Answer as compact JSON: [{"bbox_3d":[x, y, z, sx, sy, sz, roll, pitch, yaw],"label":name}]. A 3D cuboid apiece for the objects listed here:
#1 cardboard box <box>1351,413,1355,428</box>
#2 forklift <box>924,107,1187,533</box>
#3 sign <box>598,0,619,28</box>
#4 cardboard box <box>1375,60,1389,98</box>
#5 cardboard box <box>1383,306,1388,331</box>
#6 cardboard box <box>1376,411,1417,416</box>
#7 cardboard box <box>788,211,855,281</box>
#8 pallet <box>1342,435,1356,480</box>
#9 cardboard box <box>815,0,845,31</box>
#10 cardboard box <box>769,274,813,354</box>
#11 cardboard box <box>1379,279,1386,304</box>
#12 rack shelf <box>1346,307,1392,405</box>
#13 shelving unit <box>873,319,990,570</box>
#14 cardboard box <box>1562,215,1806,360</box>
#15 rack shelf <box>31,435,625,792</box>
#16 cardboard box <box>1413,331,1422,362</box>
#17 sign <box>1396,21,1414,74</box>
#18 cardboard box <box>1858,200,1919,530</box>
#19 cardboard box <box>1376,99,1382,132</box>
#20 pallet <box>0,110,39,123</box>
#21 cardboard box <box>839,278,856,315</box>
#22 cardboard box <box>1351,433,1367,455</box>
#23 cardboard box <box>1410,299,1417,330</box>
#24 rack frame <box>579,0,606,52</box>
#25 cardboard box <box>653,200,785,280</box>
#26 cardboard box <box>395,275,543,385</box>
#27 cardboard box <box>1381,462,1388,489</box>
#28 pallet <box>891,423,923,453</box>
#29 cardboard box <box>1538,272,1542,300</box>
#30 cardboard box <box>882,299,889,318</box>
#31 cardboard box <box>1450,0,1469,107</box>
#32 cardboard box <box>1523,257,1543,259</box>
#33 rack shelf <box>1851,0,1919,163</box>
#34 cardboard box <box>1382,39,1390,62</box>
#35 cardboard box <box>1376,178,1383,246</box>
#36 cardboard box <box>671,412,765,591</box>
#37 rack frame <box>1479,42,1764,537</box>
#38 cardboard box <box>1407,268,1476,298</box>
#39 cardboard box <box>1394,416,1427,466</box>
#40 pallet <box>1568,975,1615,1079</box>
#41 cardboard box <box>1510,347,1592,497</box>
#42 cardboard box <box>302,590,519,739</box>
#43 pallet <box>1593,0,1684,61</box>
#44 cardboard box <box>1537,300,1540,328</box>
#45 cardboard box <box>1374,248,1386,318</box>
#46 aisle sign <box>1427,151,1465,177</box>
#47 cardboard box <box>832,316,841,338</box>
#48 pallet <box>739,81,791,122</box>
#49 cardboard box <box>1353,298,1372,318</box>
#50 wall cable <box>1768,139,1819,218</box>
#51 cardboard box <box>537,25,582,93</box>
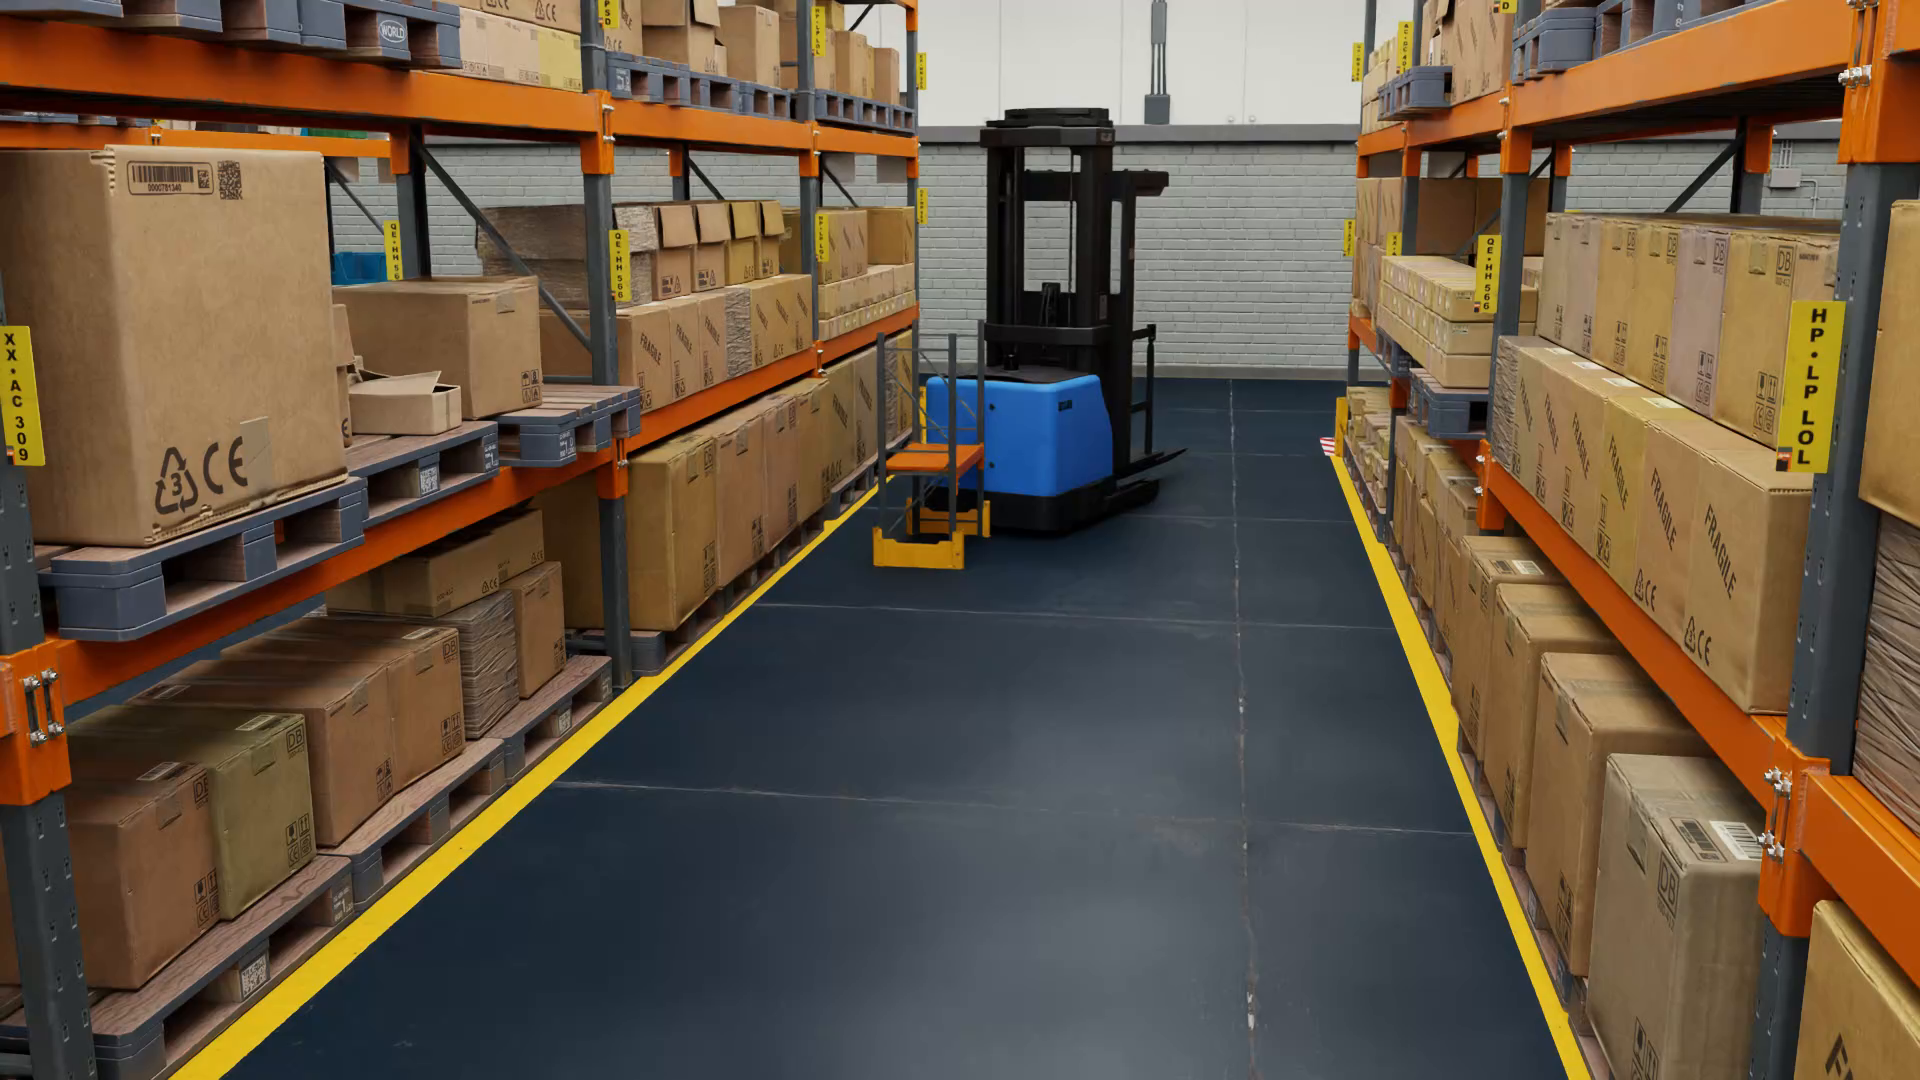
[{"bbox_3d":[3.566,-1.045,14.287,0.380,0.149,0.250,2,12,8],"label":"cardboard box"},{"bbox_3d":[0.898,-1.749,12.650,1.130,2.935,3.031,7,14,28],"label":"forklift"},{"bbox_3d":[-1.582,-2.461,7.447,0.100,0.325,0.005,2,12,9],"label":"sign"},{"bbox_3d":[3.429,-3.479,12.568,0.500,0.250,0.500,1,12,7],"label":"cardboard box"},{"bbox_3d":[2.831,-1.369,10.324,0.380,0.149,0.250,2,12,10],"label":"cardboard box"},{"bbox_3d":[3.455,-0.918,12.992,0.380,0.149,0.250,2,12,9],"label":"cardboard box"},{"bbox_3d":[-1.093,-2.225,12.569,0.500,0.500,0.500,2,12,9],"label":"cardboard box"},{"bbox_3d":[3.827,-0.697,14.226,1.003,0.211,1.213,2,12,9],"label":"pallet"},{"bbox_3d":[-1.208,-4.141,13.219,0.500,0.250,0.500,1,12,7],"label":"cardboard box"},{"bbox_3d":[-1.304,-1.536,11.262,0.500,0.500,0.500,2,12,9],"label":"cardboard box"},{"bbox_3d":[2.868,-1.572,10.561,0.380,0.149,0.250,2,12,10],"label":"cardboard box"},{"bbox_3d":[3.691,-1.476,12.929,1.077,0.370,4.000,2,12,9],"label":"rack shelf"},{"bbox_3d":[-0.174,-0.664,11.013,0.587,1.500,1.083,2,12,10],"label":"shelving unit"},{"bbox_3d":[2.613,-0.918,6.021,0.700,0.500,0.500,2,12,8],"label":"cardboard box"},{"bbox_3d":[-2.425,0.008,6.045,1.077,0.370,4.000,2,12,9],"label":"rack shelf"},{"bbox_3d":[2.551,-0.992,8.574,0.380,0.149,0.250,1,12,6],"label":"cardboard box"},{"bbox_3d":[2.846,-3.146,10.625,0.100,0.325,0.005,2,12,9],"label":"sign"},{"bbox_3d":[2.062,-0.271,2.713,0.875,0.550,0.550,2,12,9],"label":"cardboard box"},{"bbox_3d":[3.435,-3.228,12.586,0.500,0.250,0.500,2,12,8],"label":"cardboard box"},{"bbox_3d":[-6.592,-2.725,10.346,1.003,0.211,1.213,2,12,9],"label":"pallet"},{"bbox_3d":[-1.090,-1.858,12.644,0.500,0.250,0.500,2,12,8],"label":"cardboard box"},{"bbox_3d":[3.463,-0.798,13.847,0.380,0.149,0.250,2,12,9],"label":"cardboard box"},{"bbox_3d":[2.590,-1.193,8.801,0.380,0.149,0.250,2,12,10],"label":"cardboard box"},{"bbox_3d":[-2.117,-3.693,7.269,1.000,3.000,0.127,2,12,9],"label":"rack frame"},{"bbox_3d":[-1.592,-1.999,11.031,0.797,0.503,0.637,2,12,7],"label":"cardboard box"},{"bbox_3d":[-2.161,-0.901,7.319,0.500,0.500,0.500,0,12,2],"label":"cardboard box"},{"bbox_3d":[3.118,-0.444,11.498,0.380,0.149,0.250,2,12,10],"label":"cardboard box"},{"bbox_3d":[-0.933,-0.893,15.138,1.003,0.211,1.213,2,12,9],"label":"pallet"},{"bbox_3d":[3.231,-1.315,8.665,0.380,0.149,0.250,2,12,10],"label":"cardboard box"},{"bbox_3d":[-0.811,-1.951,14.024,0.380,0.149,0.250,2,12,9],"label":"cardboard box"},{"bbox_3d":[2.750,-2.429,8.288,0.500,0.500,0.500,2,12,9],"label":"cardboard box"},{"bbox_3d":[3.514,-1.695,10.424,0.380,0.149,0.250,2,12,11],"label":"cardboard box"},{"bbox_3d":[1.845,-0.444,1.022,1.077,0.370,4.000,2,12,9],"label":"rack shelf"},{"bbox_3d":[3.353,-3.641,12.371,0.380,0.149,0.250,2,12,8],"label":"cardboard box"},{"bbox_3d":[3.355,-2.415,12.262,0.500,0.500,0.500,2,12,10],"label":"cardboard box"},{"bbox_3d":[-1.846,-0.255,9.604,1.225,0.875,0.875,2,12,9],"label":"cardboard box"},{"bbox_3d":[2.768,-0.579,7.058,1.000,3.000,0.127,2,12,9],"label":"rack frame"},{"bbox_3d":[2.632,-1.392,9.020,0.380,0.149,0.250,2,12,10],"label":"cardboard box"},{"bbox_3d":[3.008,-0.616,10.388,0.500,0.250,0.500,1,12,6],"label":"cardboard box"},{"bbox_3d":[2.197,1.454,4.245,1.003,0.211,1.213,2,12,9],"label":"pallet"},{"bbox_3d":[2.357,-0.437,6.163,0.500,0.500,0.500,2,12,8],"label":"cardboard box"},{"bbox_3d":[-2.273,0.503,6.930,0.700,0.500,0.500,1,12,4],"label":"cardboard box"},{"bbox_3d":[2.552,-1.584,5.051,1.003,0.211,1.213,2,12,11],"label":"pallet"},{"bbox_3d":[3.237,-1.169,8.690,0.380,0.149,0.250,2,12,8],"label":"cardboard box"},{"bbox_3d":[3.259,-1.823,11.891,0.500,0.500,0.500,2,12,7],"label":"cardboard box"},{"bbox_3d":[4.306,-3.520,14.537,0.394,0.787,0.004,2,12,9],"label":"aisle sign"},{"bbox_3d":[-1.088,-1.576,12.281,0.380,0.149,0.250,1,12,7],"label":"cardboard box"},{"bbox_3d":[-1.594,-2.773,10.576,0.805,0.209,1.217,1,12,6],"label":"pallet"},{"bbox_3d":[3.532,-1.956,14.044,0.380,0.149,0.250,2,12,7],"label":"cardboard box"},{"bbox_3d":[9.749,-3.791,19.478,0.585,1.953,0.123,2,12,9],"label":"wall cable"},{"bbox_3d":[-1.948,-2.046,7.105,0.500,0.250,0.500,2,12,9],"label":"cardboard box"}]
